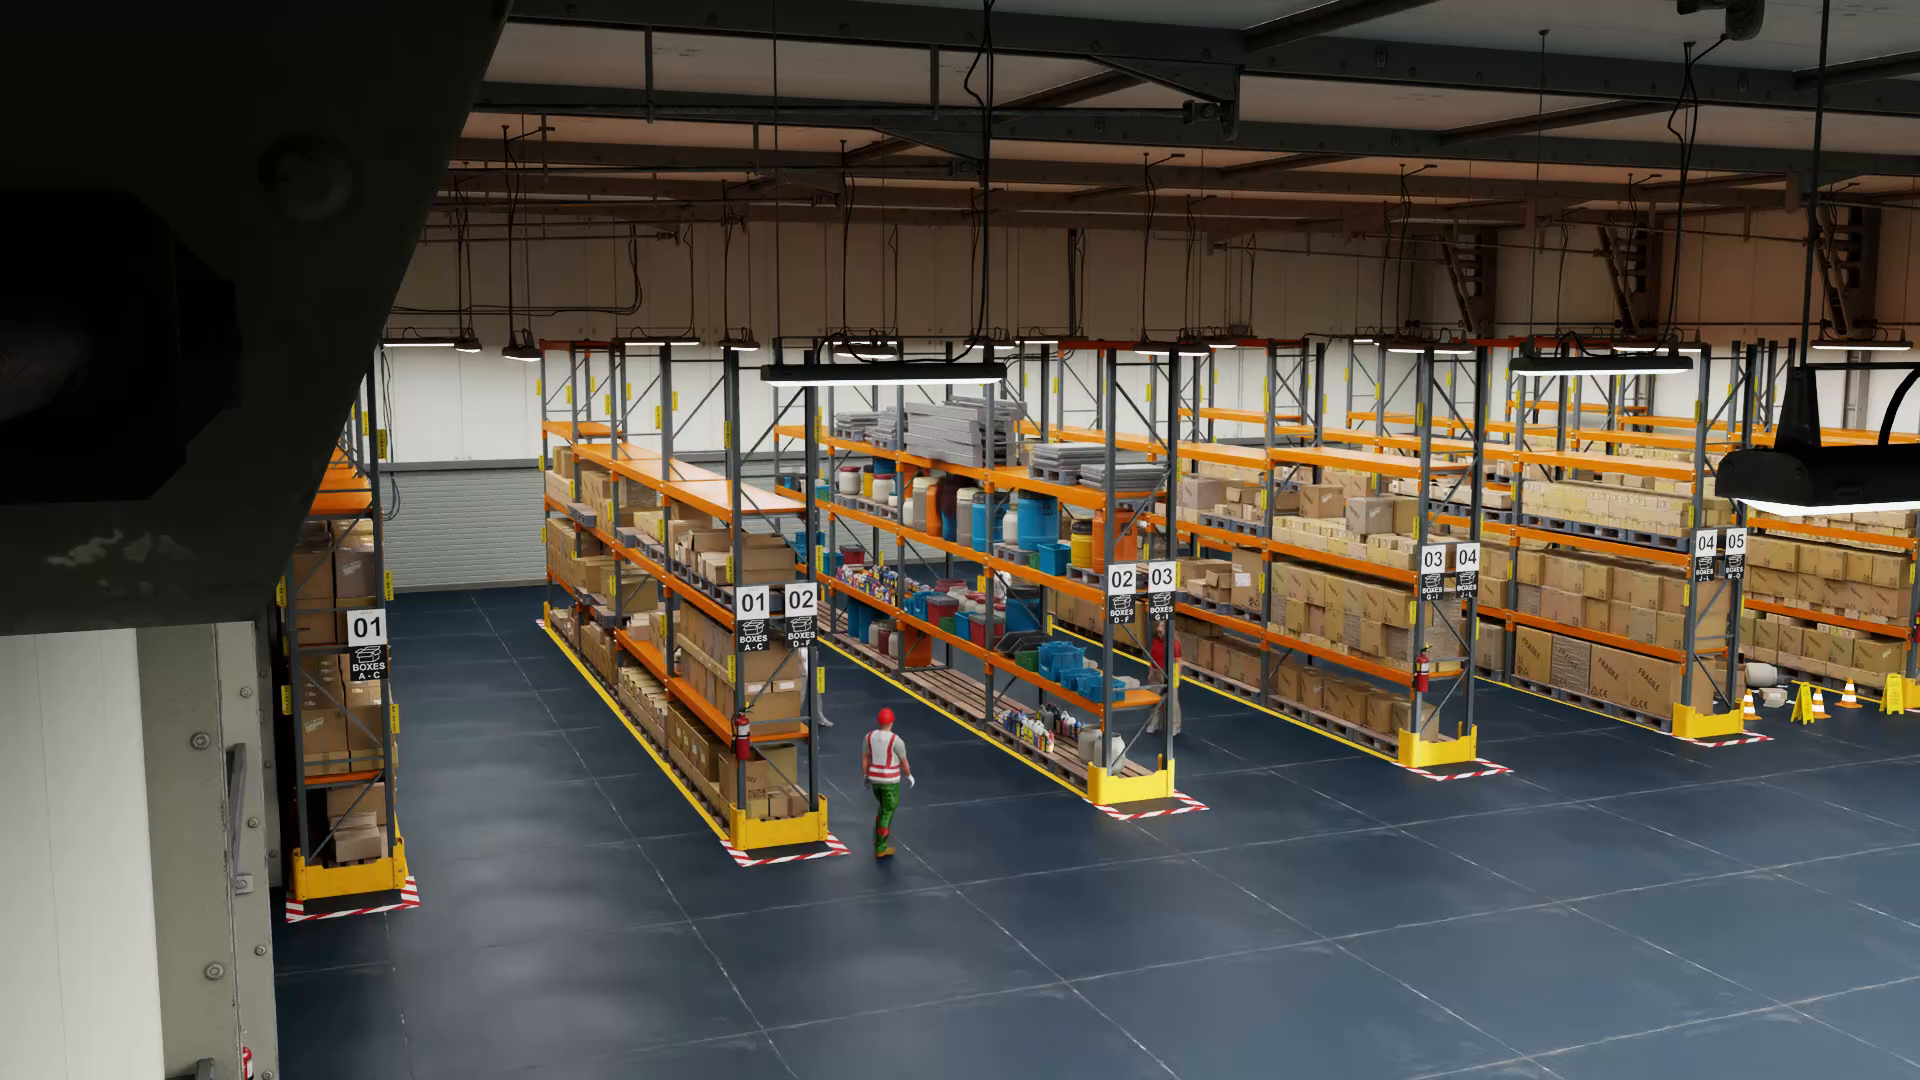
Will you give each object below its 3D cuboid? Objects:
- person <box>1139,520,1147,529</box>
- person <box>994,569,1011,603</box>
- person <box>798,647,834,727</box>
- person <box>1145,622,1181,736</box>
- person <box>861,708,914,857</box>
[{"bbox_3d":[5.081,-0.393,44.972,0.885,1.745,0.545,-4,8,-29],"label":"person"},{"bbox_3d":[0.820,1.179,33.168,0.333,1.691,0.510,-6,10,-40],"label":"person"},{"bbox_3d":[-2.335,2.133,26.010,0.560,1.685,0.625,2,8,17],"label":"person"},{"bbox_3d":[3.125,2.126,25.693,0.597,1.729,0.421,7,10,41],"label":"person"},{"bbox_3d":[-0.867,2.877,19.845,0.567,1.820,0.544,5,9,34],"label":"person"}]
